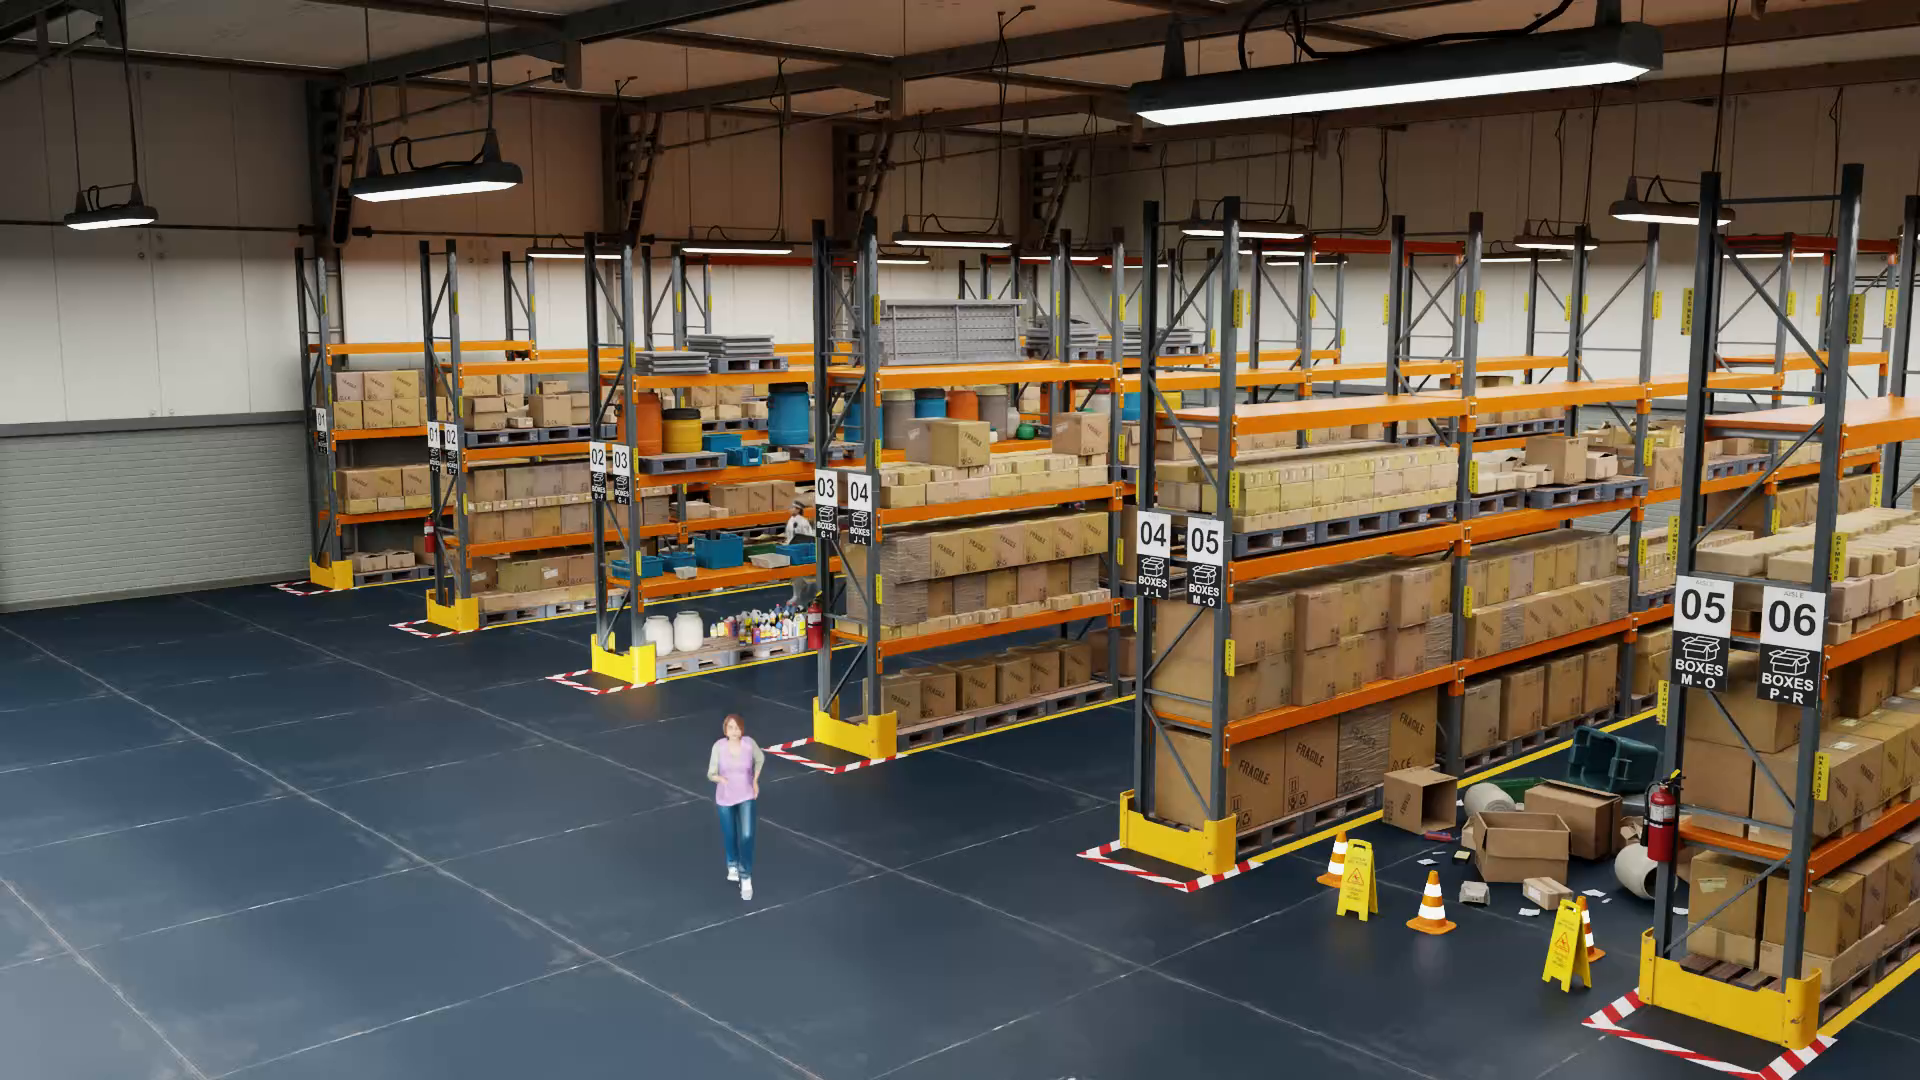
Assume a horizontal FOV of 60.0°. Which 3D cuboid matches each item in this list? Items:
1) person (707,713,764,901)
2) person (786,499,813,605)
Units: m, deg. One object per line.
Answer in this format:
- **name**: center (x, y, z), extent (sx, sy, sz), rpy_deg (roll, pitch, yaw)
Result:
- **person**: center (-1.936, 2.284, 14.395), extent (0.482, 1.623, 0.734), rpy_deg (-1, 8, -5)
- **person**: center (-2.558, 0.176, 26.514), extent (0.539, 1.682, 0.615), rpy_deg (-7, 11, -40)
